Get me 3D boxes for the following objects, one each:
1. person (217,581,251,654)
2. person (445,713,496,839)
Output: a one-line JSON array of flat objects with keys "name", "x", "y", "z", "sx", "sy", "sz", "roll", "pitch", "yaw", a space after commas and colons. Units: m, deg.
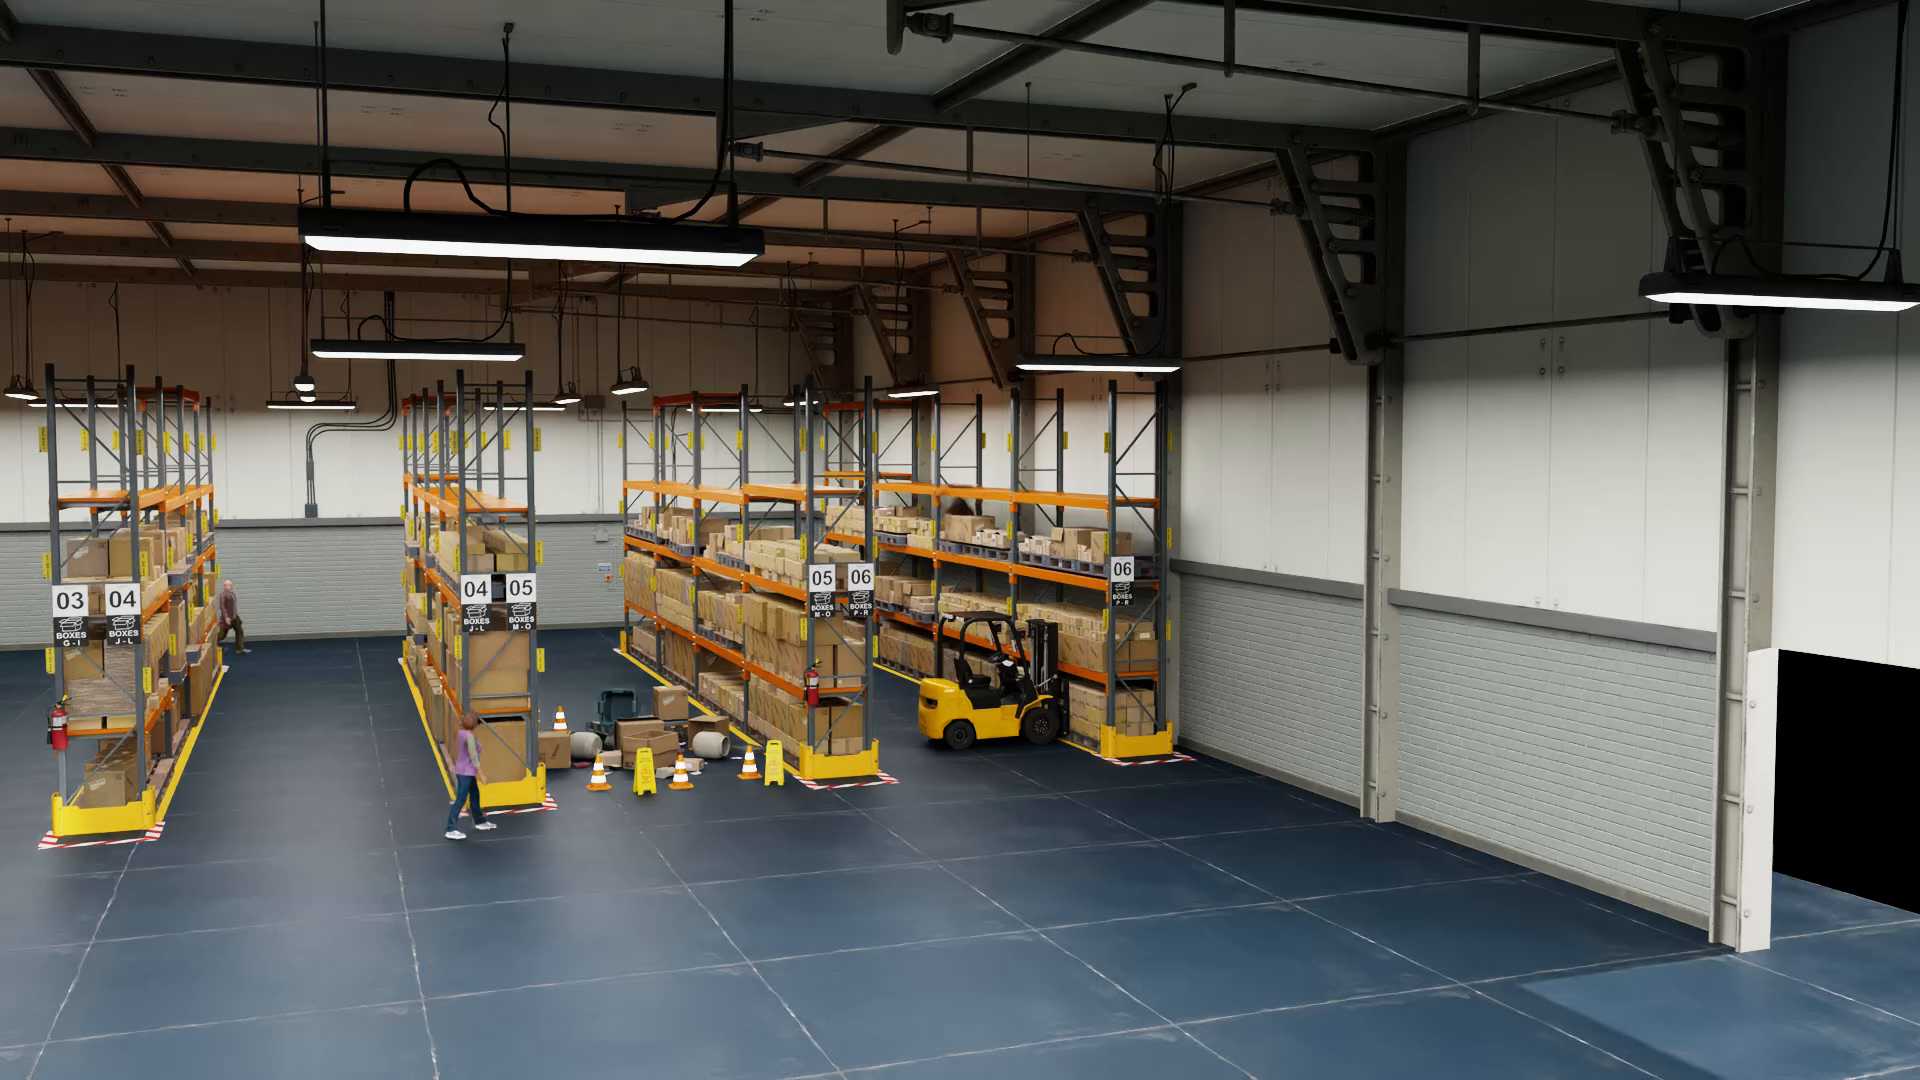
[{"name": "person", "x": -17.311, "y": 1.826, "z": 39.266, "sx": 1.047, "sy": 1.737, "sz": 0.593, "roll": 0, "pitch": 3, "yaw": 6}, {"name": "person", "x": -6.239, "y": 2.970, "z": 21.188, "sx": 0.657, "sy": 1.576, "sz": 0.557, "roll": -1, "pitch": 4, "yaw": -21}]
